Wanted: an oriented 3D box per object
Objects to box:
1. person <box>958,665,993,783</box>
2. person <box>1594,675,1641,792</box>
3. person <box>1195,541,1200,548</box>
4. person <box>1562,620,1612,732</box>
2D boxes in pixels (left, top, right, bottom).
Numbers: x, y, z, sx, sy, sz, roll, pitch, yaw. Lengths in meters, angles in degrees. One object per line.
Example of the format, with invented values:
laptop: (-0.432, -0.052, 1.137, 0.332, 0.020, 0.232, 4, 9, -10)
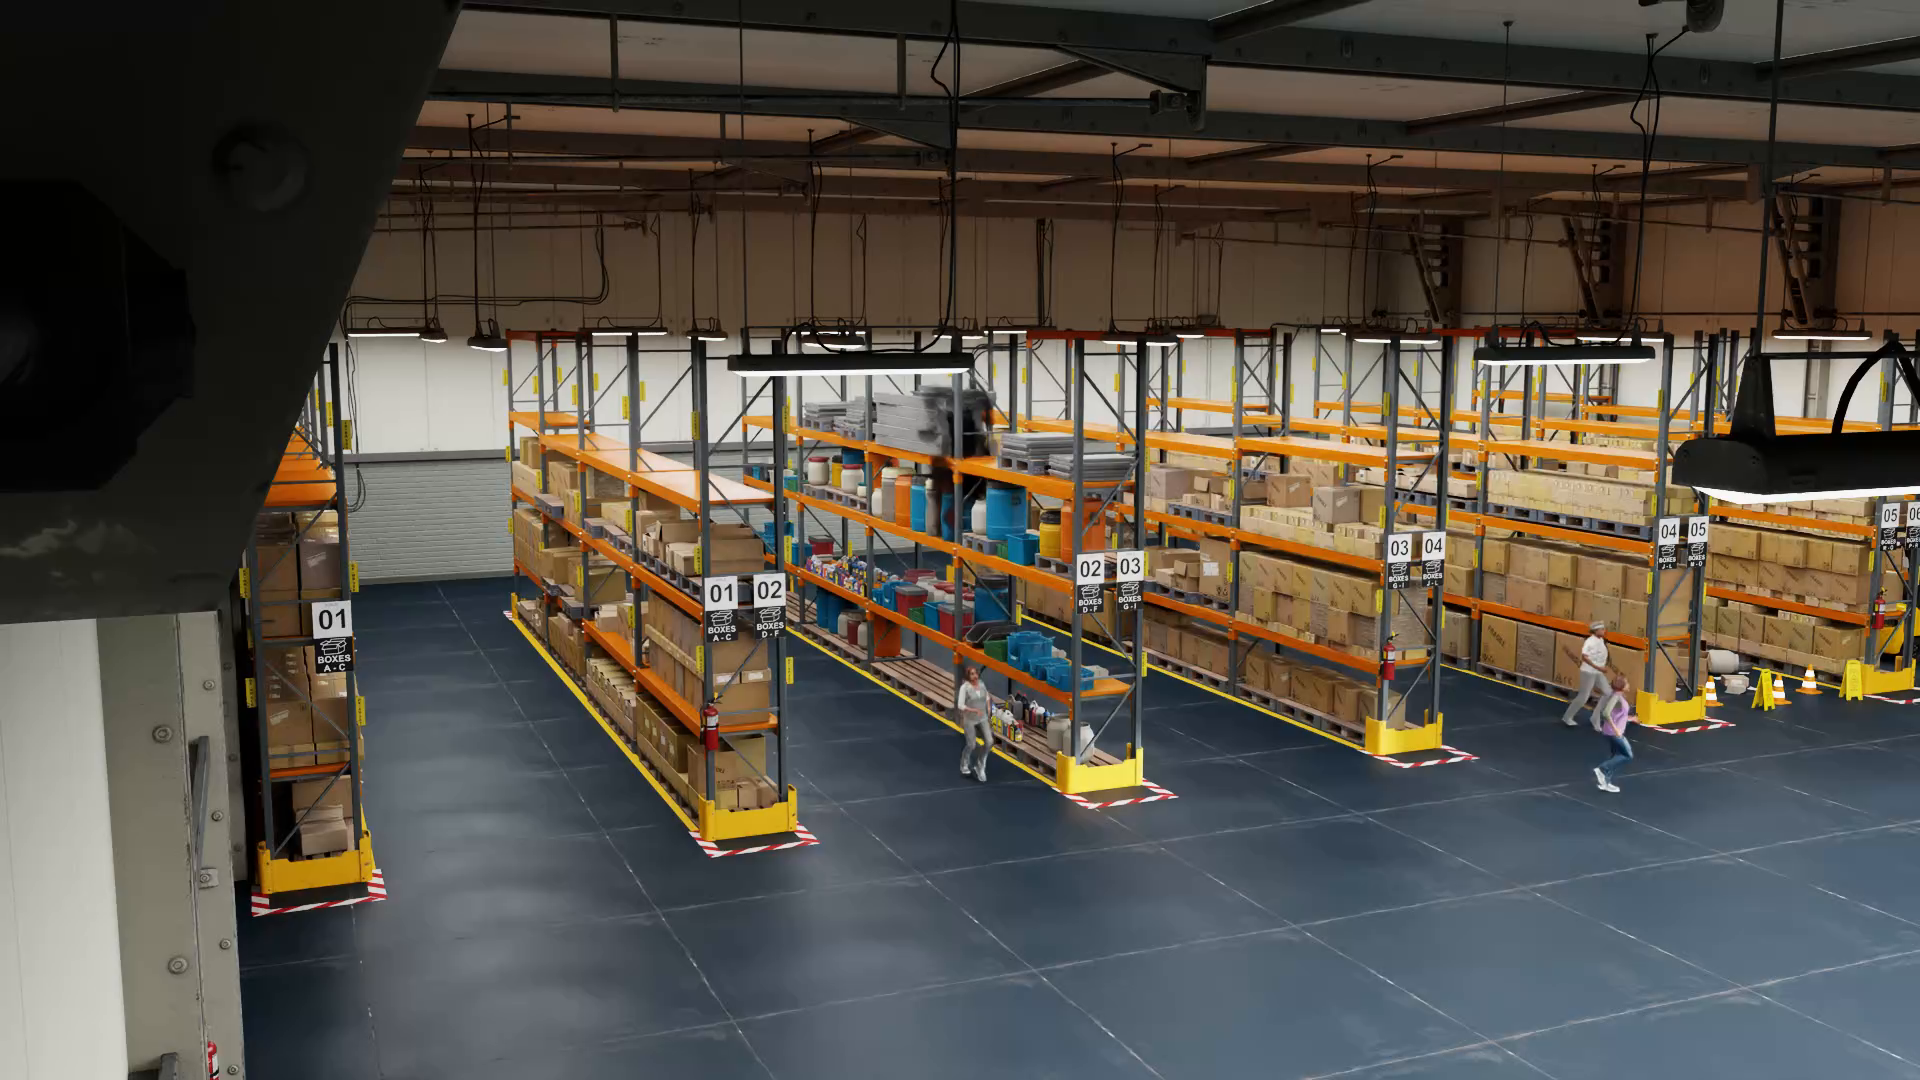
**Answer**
person: (0.214, 2.490, 22.638, 0.547, 1.600, 0.680, -3, 9, -24)
person: (8.743, 2.565, 22.089, 0.549, 1.560, 0.523, 3, 8, 19)
person: (6.182, -0.306, 42.473, 0.695, 1.771, 0.685, -4, 9, -25)
person: (9.694, 2.064, 25.484, 0.659, 1.703, 0.671, -6, 10, -39)
